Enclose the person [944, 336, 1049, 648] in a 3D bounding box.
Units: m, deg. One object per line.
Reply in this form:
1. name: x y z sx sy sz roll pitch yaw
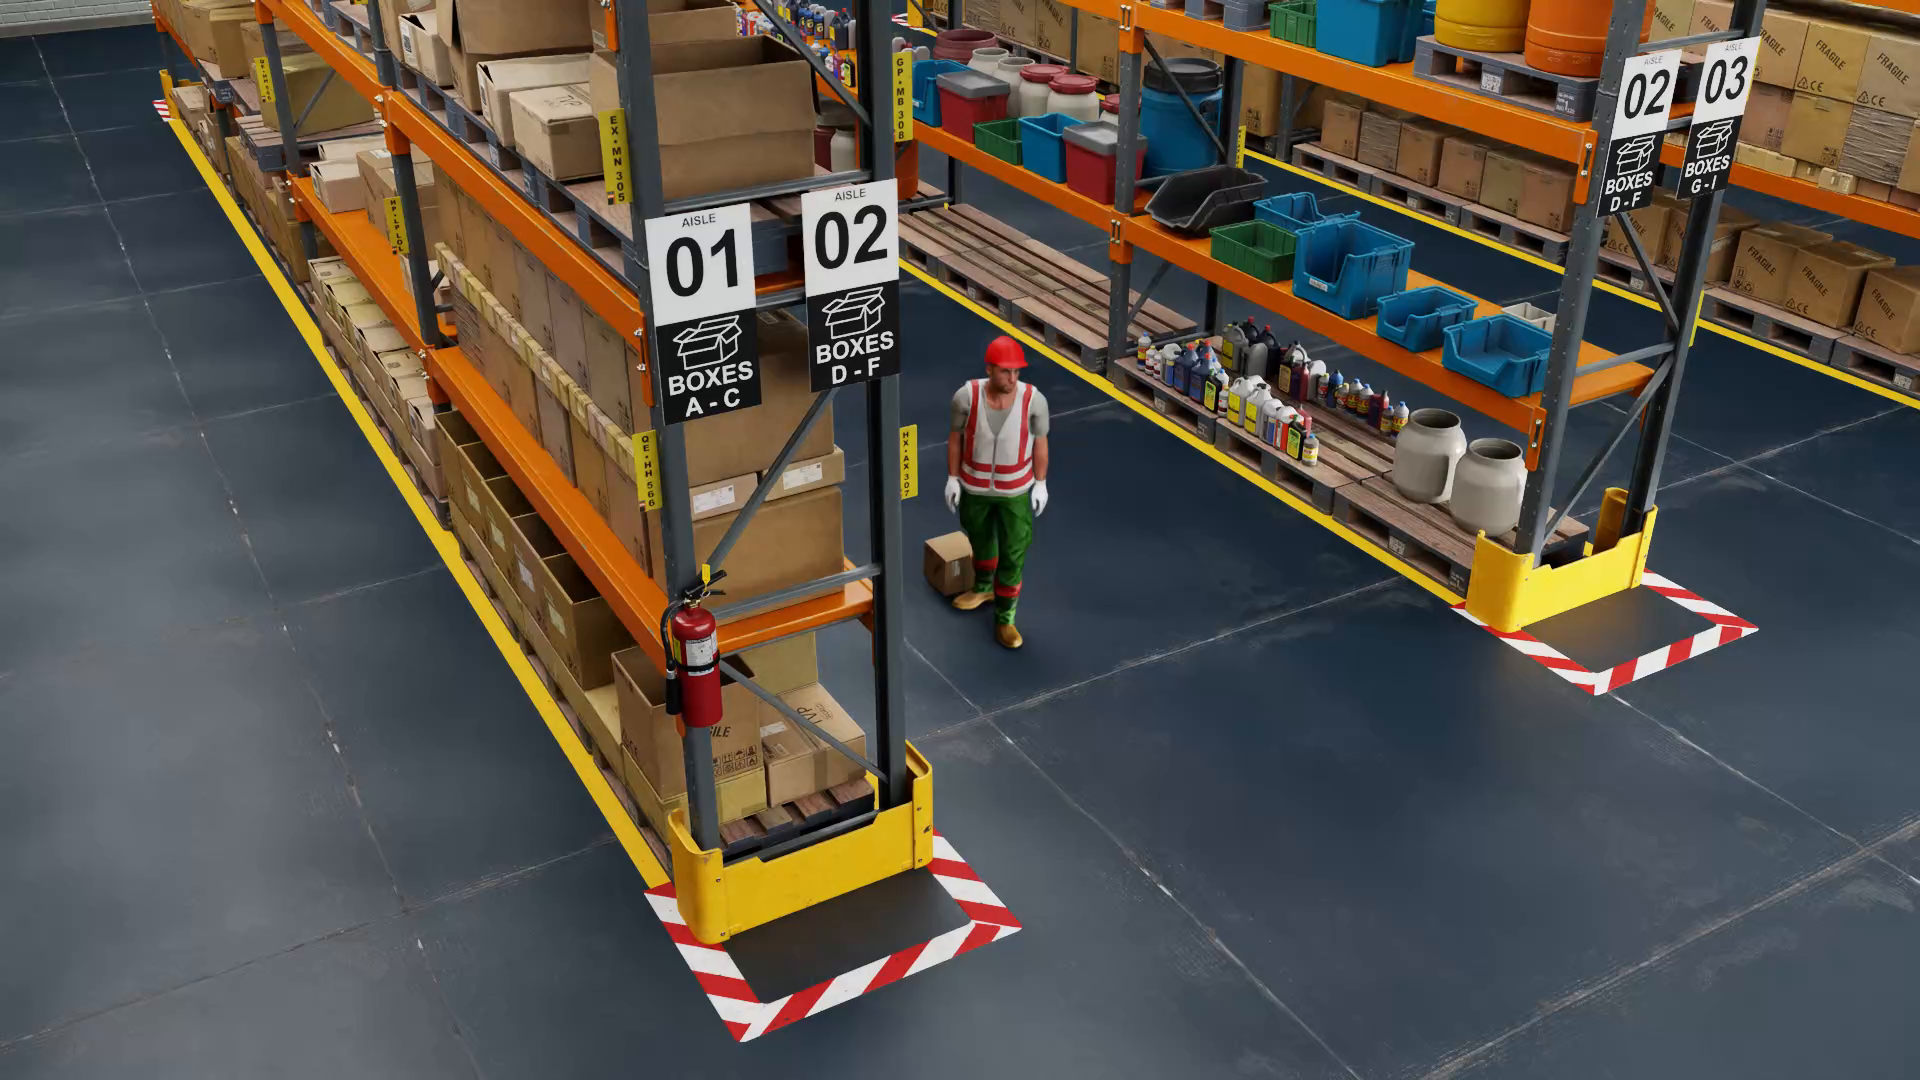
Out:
1. person: 0.200 -0.303 9.098 0.563 1.783 0.576 4 29 7
